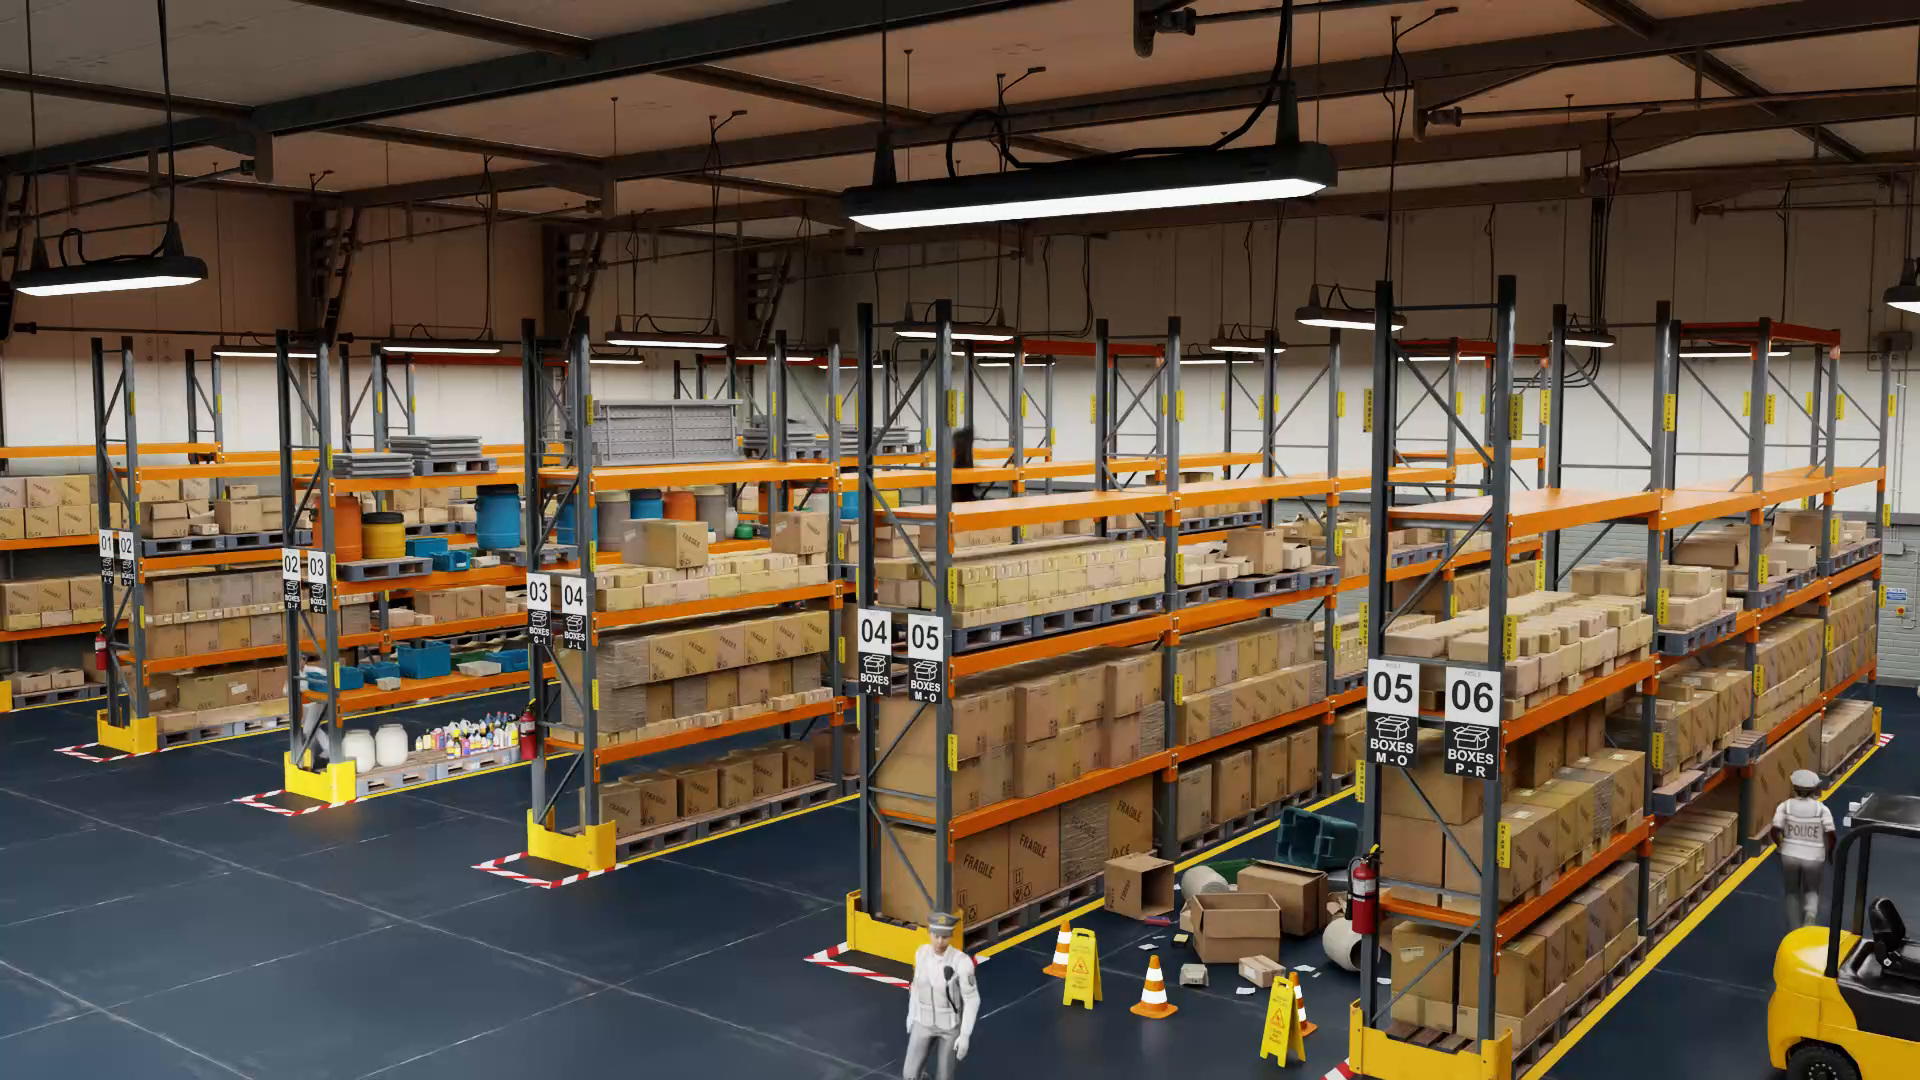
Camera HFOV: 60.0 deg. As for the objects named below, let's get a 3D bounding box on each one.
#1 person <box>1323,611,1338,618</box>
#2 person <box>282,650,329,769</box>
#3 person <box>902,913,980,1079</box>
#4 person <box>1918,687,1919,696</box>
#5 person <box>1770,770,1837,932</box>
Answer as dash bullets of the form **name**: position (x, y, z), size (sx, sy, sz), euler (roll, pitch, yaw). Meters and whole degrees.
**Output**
- **person**: position (5.897, 1.979, 26.377), size (0.650, 1.766, 0.772), euler (4, 6, 39)
- **person**: position (-9.075, 2.328, 23.200), size (0.597, 1.678, 0.905), euler (1, 5, 17)
- **person**: position (-0.129, 3.345, 11.486), size (0.603, 1.654, 0.531), euler (1, 5, 16)
- **person**: position (13.324, 2.349, 22.378), size (0.763, 1.735, 0.589), euler (4, 6, 38)
- **person**: position (7.930, 2.997, 15.649), size (0.563, 1.632, 0.564), euler (3, 6, 30)
